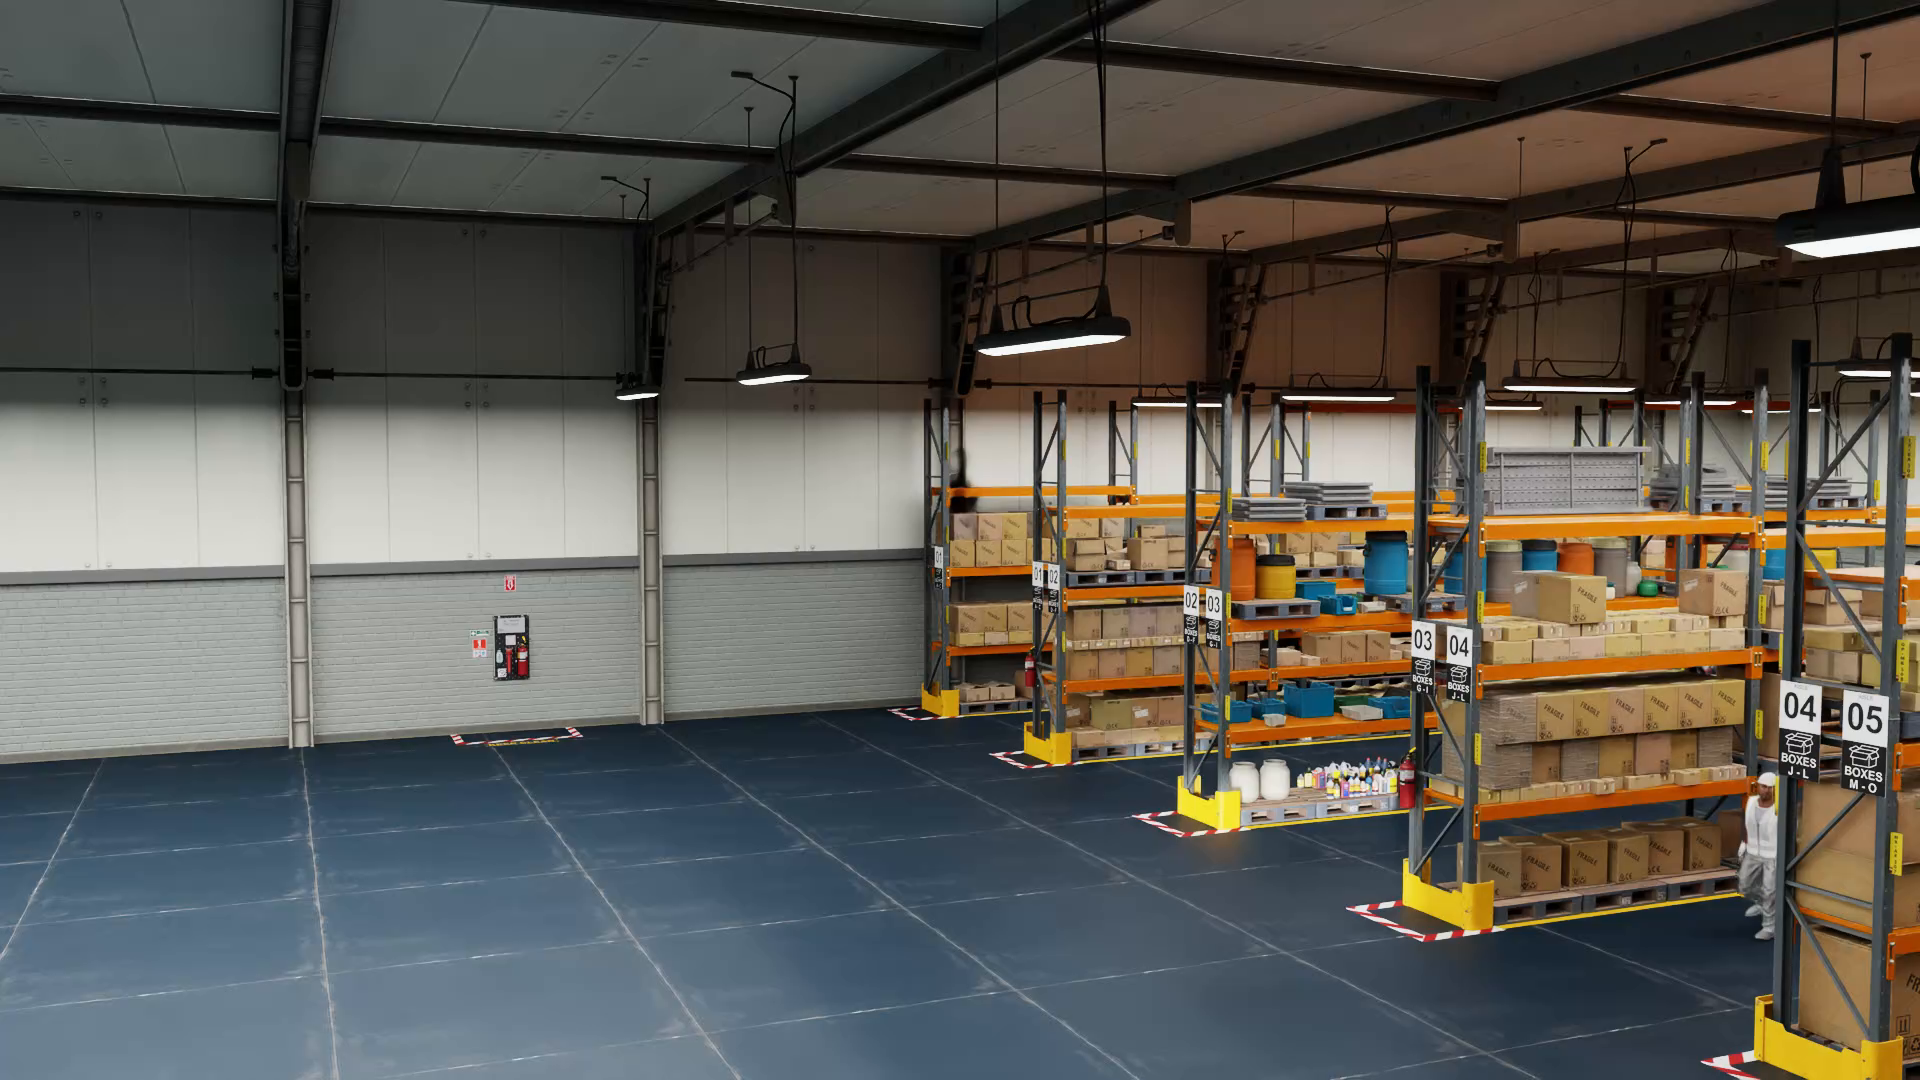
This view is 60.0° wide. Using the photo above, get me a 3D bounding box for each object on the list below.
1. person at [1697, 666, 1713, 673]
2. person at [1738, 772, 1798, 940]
[{"bbox_3d":[13.338,2.632,29.469,0.884,1.621,0.595,-3,4,-37],"label":"person"},{"bbox_3d":[8.435,3.263,17.315,0.676,1.749,0.728,-2,4,-31],"label":"person"}]
